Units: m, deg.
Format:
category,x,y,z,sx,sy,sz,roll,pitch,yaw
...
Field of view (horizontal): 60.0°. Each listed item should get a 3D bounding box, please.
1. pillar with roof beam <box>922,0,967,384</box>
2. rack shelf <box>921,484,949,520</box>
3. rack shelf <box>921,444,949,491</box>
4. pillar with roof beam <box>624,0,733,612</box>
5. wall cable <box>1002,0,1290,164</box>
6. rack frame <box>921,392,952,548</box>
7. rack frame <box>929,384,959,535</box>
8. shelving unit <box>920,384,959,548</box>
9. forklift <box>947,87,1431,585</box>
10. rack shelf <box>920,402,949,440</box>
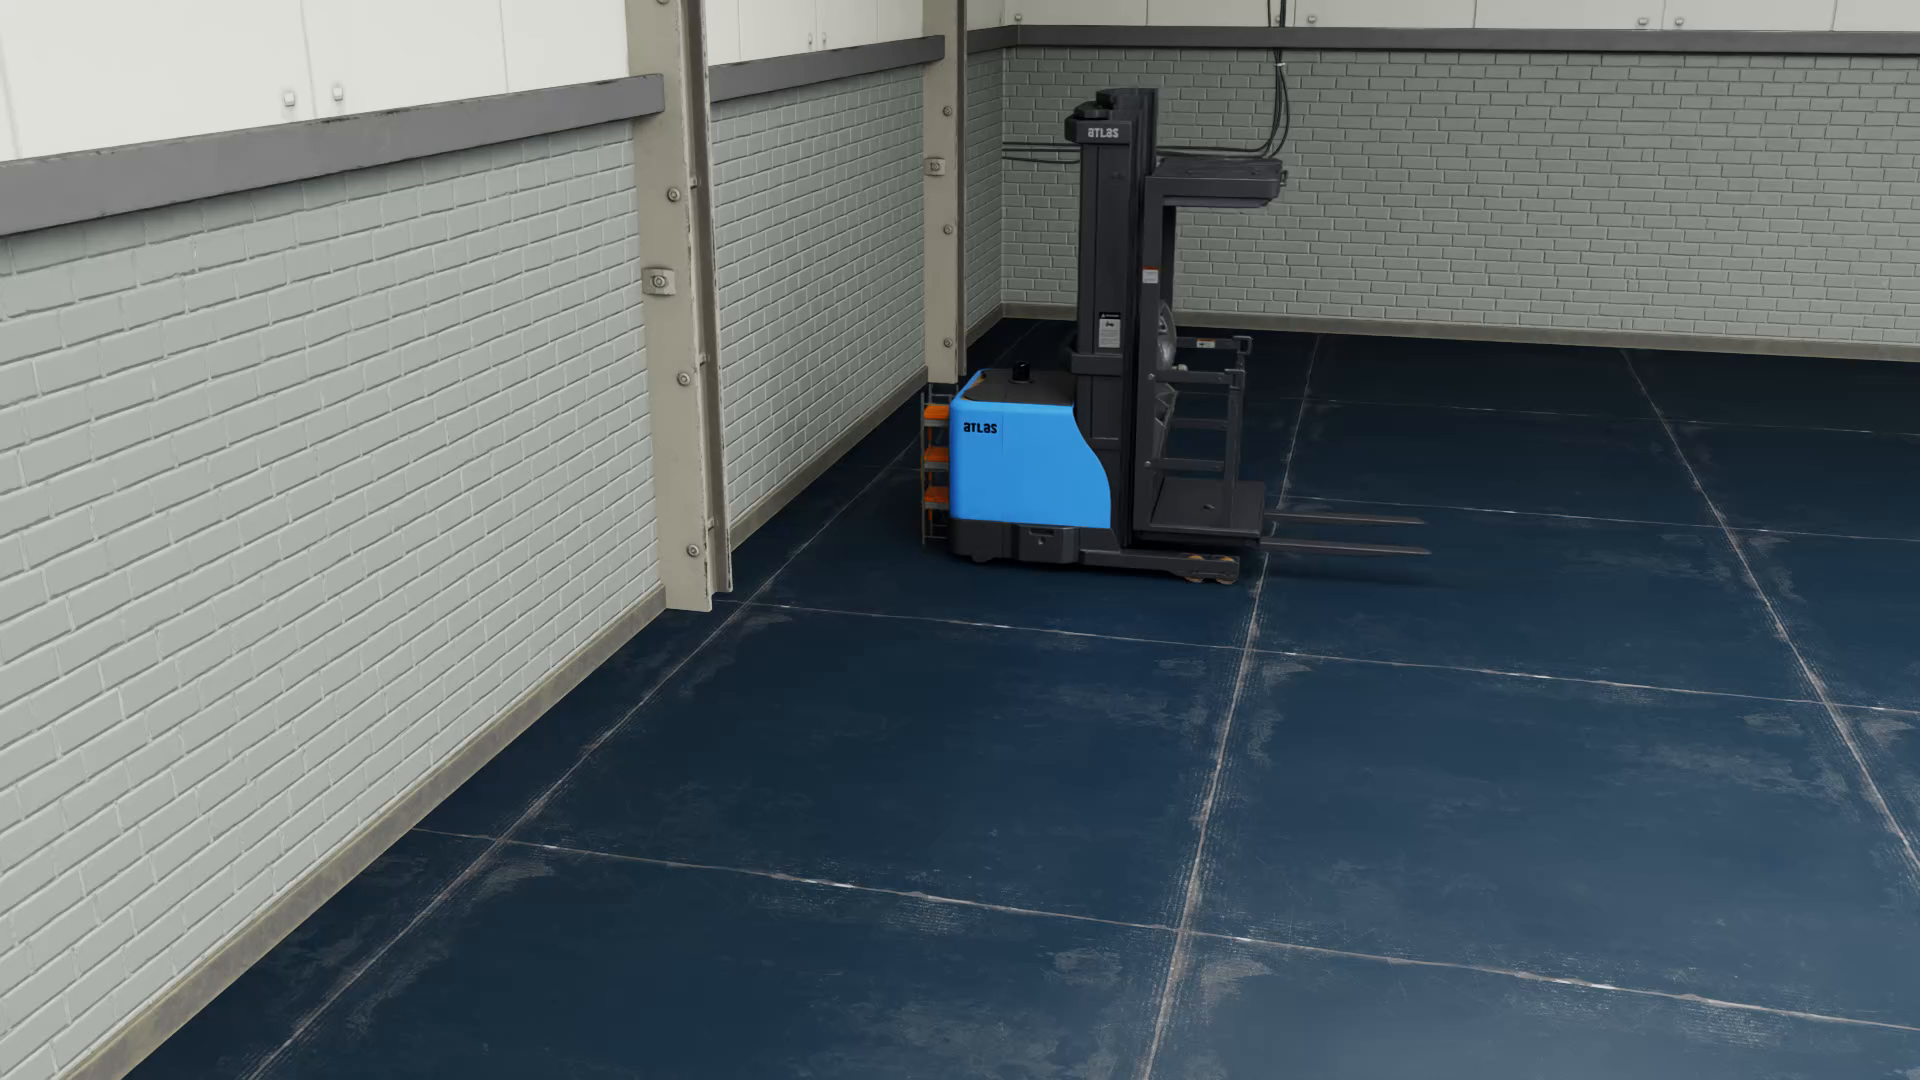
category,x,y,z,sx,sy,sz,roll,pitch,yaw
pillar with roof beam,4.039,-5.443,13.202,9.100,9.000,0.400,5,19,13
rack shelf,-0.130,-0.214,11.082,0.215,0.259,0.240,4,19,10
rack shelf,-0.130,-0.477,10.992,0.215,0.259,0.240,4,19,10
pillar with roof beam,2.573,-3.563,7.697,9.100,9.000,0.400,5,19,13
wall cable,1.867,-5.133,17.097,3.097,2.526,0.112,5,19,13
rack frame,-0.153,-0.448,10.875,0.200,1.050,0.008,4,19,10
rack frame,-0.107,-0.526,11.102,0.200,1.050,0.008,4,19,10
shelving unit,-0.130,-0.487,10.989,0.215,1.050,0.252,4,19,10
forklift,1.488,-1.297,10.450,3.031,2.935,1.130,4,19,11
rack shelf,-0.130,-0.745,10.900,0.215,0.259,0.240,4,19,10
